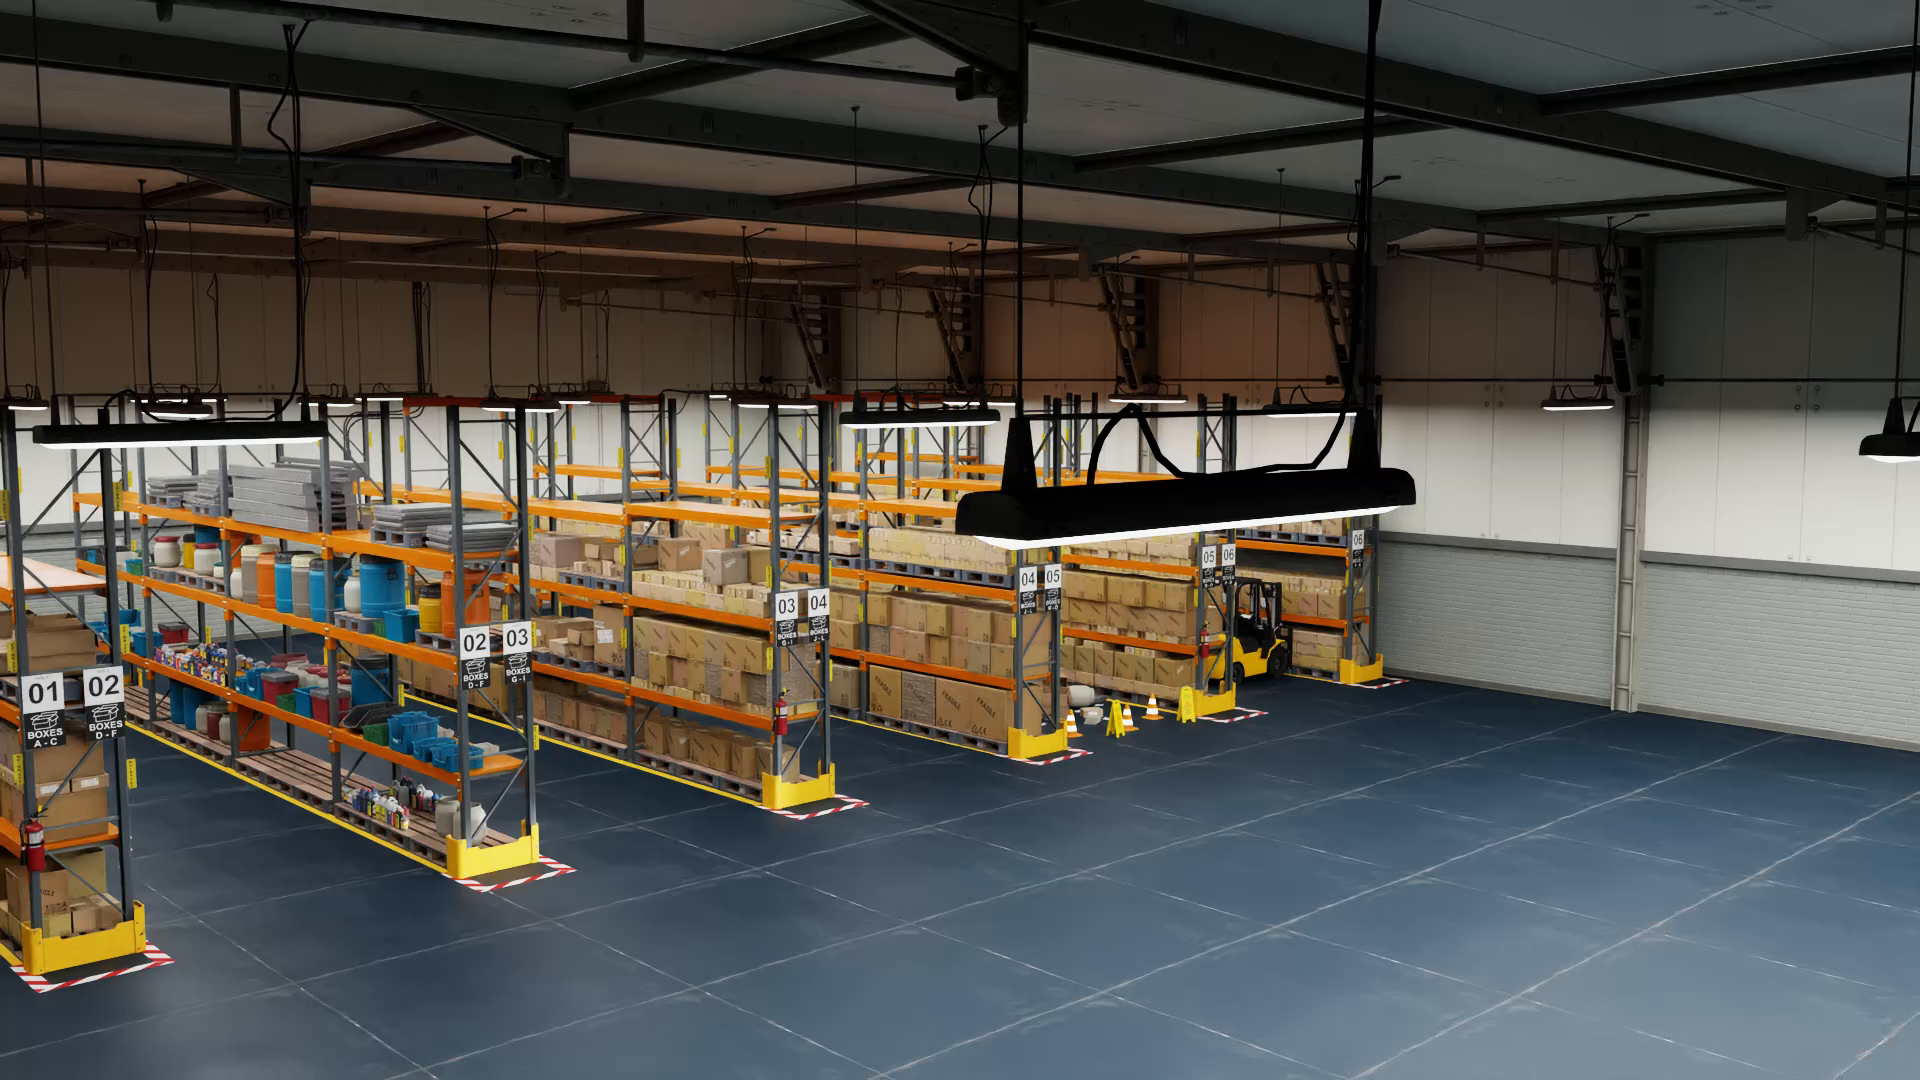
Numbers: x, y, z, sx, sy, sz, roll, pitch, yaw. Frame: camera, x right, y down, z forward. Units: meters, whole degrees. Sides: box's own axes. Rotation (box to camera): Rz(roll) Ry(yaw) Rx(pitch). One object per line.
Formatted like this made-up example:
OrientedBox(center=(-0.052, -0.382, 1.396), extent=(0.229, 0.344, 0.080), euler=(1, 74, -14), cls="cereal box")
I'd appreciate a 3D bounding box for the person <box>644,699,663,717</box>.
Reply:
OrientedBox(center=(-5.756, 2.388, 31.369), extent=(0.721, 1.681, 0.588), euler=(4, 7, 34), cls="person")
